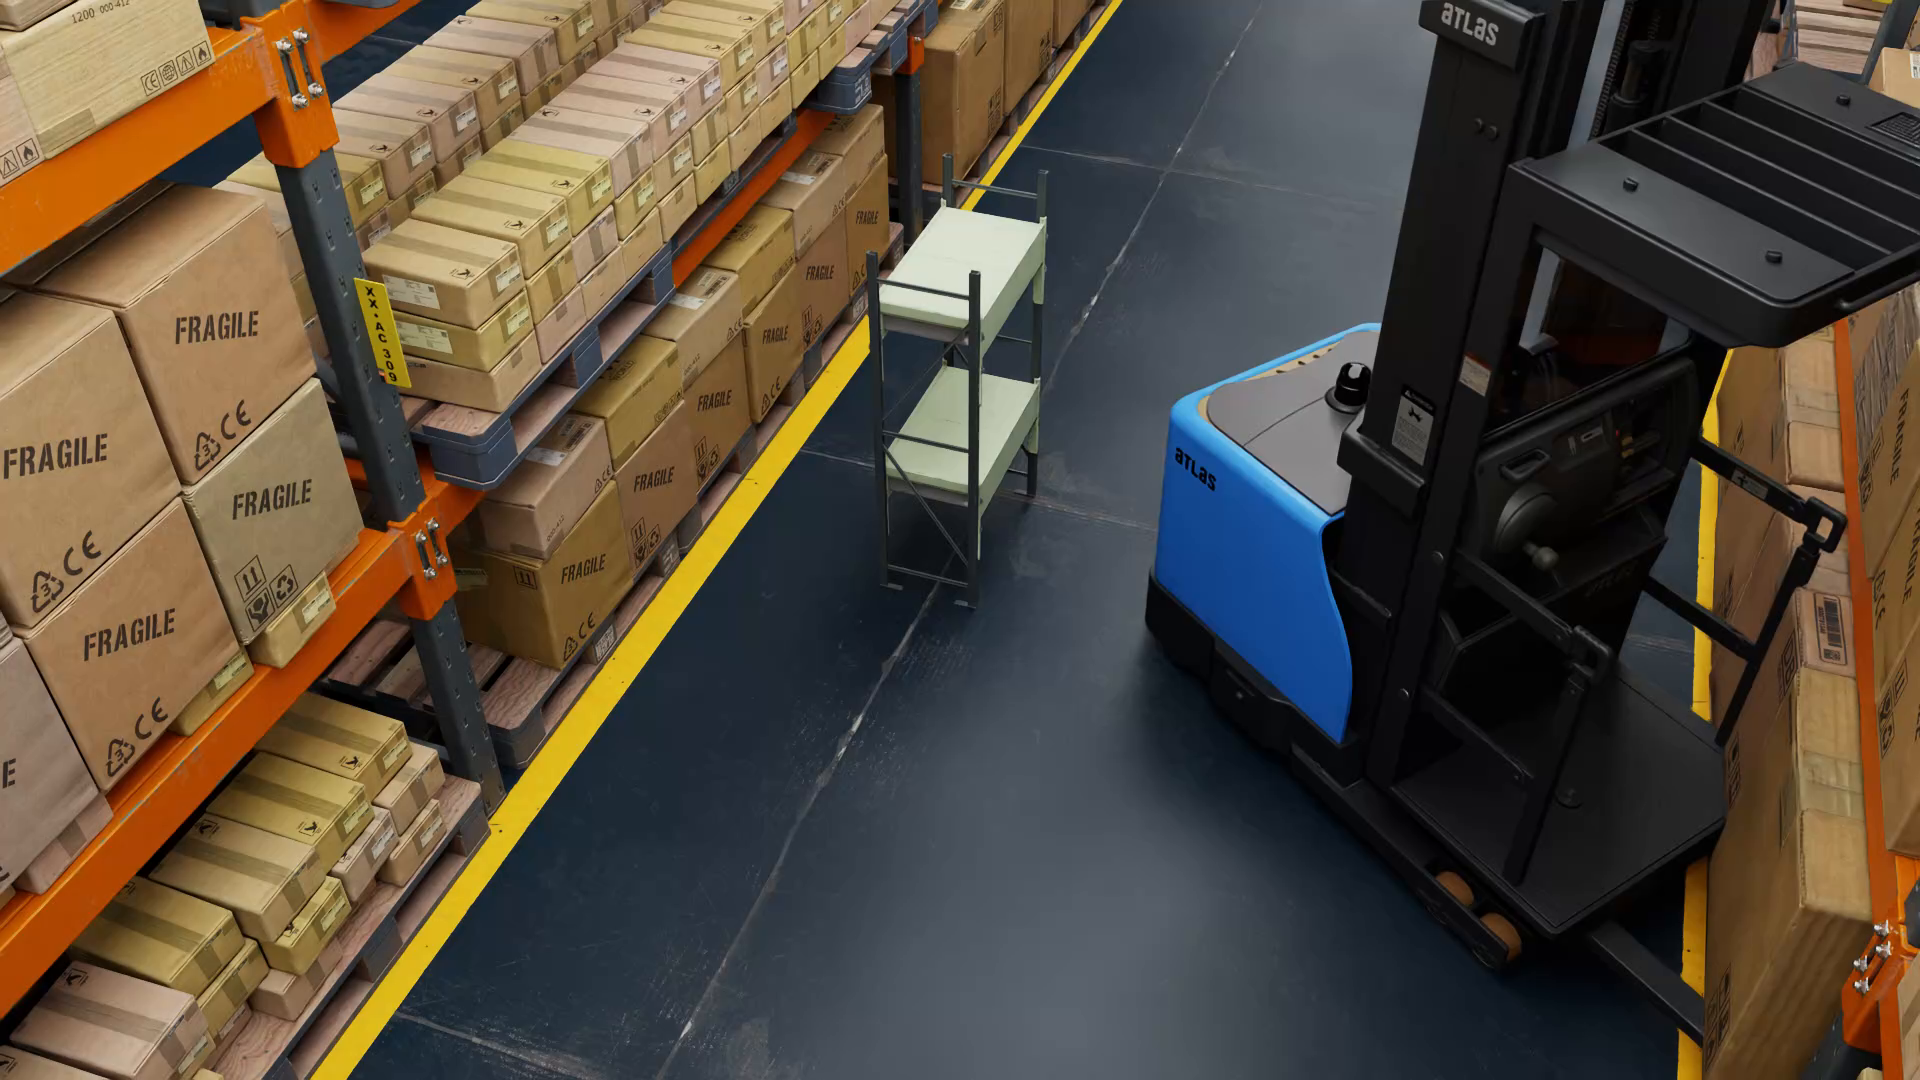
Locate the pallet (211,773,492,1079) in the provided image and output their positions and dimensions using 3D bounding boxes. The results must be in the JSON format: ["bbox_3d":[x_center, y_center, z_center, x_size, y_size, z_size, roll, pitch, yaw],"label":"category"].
[{"bbox_3d":[-2.243,1.145,5.245,1.003,0.211,1.213,13,42,15],"label":"pallet"}]

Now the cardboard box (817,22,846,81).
[{"bbox_3d":[-0.678,-1.975,6.623,0.380,0.149,0.250,13,42,15],"label":"cardboard box"}]

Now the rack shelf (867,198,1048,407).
[{"bbox_3d":[0.002,-0.872,6.015,0.431,0.370,0.720,13,42,15],"label":"rack shelf"}]

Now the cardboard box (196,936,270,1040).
[{"bbox_3d":[-2.189,1.208,4.667,0.380,0.149,0.250,14,42,15],"label":"cardboard box"}]

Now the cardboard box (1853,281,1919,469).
[{"bbox_3d":[3.007,-0.479,4.924,0.500,0.500,0.500,13,42,15],"label":"cardboard box"}]

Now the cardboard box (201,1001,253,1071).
[{"bbox_3d":[-2.262,1.356,4.723,0.380,0.149,0.250,12,42,14],"label":"cardboard box"}]

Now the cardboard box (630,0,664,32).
[{"bbox_3d":[-1.383,-2.065,6.500,0.380,0.149,0.250,13,42,15],"label":"cardboard box"}]

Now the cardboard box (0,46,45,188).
[{"bbox_3d":[-2.142,-0.756,3.129,0.500,0.250,0.500,13,42,15],"label":"cardboard box"}]

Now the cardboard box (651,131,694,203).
[{"bbox_3d":[-1.126,-1.288,5.590,0.380,0.149,0.250,15,43,17],"label":"cardboard box"}]

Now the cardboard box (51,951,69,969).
[{"bbox_3d":[-2.617,1.014,4.665,0.380,0.149,0.250,12,42,14],"label":"cardboard box"}]

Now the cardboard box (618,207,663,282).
[{"bbox_3d":[-1.214,-1.010,5.493,0.380,0.149,0.250,14,42,16],"label":"cardboard box"}]

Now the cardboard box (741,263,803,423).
[{"bbox_3d":[-1.004,-0.880,7.073,0.500,0.500,0.500,11,42,13],"label":"cardboard box"}]

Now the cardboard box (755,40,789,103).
[{"bbox_3d":[-0.859,-1.760,6.143,0.380,0.149,0.250,14,43,16],"label":"cardboard box"}]

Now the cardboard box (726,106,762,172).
[{"bbox_3d":[-0.949,-1.486,6.051,0.380,0.149,0.250,11,42,13],"label":"cardboard box"}]

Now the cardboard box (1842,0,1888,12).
[{"bbox_3d":[4.192,-2.509,6.979,0.700,0.500,0.500,19,44,21],"label":"cardboard box"}]

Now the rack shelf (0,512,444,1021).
[{"bbox_3d":[-2.730,1.161,3.633,1.077,0.370,4.000,13,42,15],"label":"rack shelf"}]

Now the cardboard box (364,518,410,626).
[{"bbox_3d":[-2.030,-0.049,6.099,0.500,0.500,0.500,13,42,14],"label":"cardboard box"}]

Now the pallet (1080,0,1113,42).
[{"bbox_3d":[0.496,-3.664,10.882,1.003,0.211,1.213,13,42,15],"label":"pallet"}]

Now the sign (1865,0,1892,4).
[{"bbox_3d":[3.435,-2.135,6.111,0.100,0.325,0.005,13,42,15],"label":"sign"}]

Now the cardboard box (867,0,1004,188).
[{"bbox_3d":[-0.386,-2.428,8.695,1.050,0.750,0.750,13,42,14],"label":"cardboard box"}]

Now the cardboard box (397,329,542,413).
[{"bbox_3d":[-1.479,-0.535,4.936,0.380,0.149,0.250,11,42,13],"label":"cardboard box"}]

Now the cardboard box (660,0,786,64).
[{"bbox_3d":[-0.859,-1.874,6.047,0.380,0.149,0.250,15,43,17],"label":"cardboard box"}]

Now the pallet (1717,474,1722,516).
[{"bbox_3d":[3.608,-0.085,6.687,1.003,0.211,1.213,13,42,15],"label":"pallet"}]

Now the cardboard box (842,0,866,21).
[{"bbox_3d":[-0.597,-2.223,6.686,0.380,0.149,0.250,14,42,16],"label":"cardboard box"}]

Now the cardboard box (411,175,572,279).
[{"bbox_3d":[-1.390,-0.933,4.944,0.380,0.149,0.250,14,43,16],"label":"cardboard box"}]

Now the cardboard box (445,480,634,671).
[{"bbox_3d":[-1.544,0.066,5.963,0.500,0.500,0.500,15,43,17],"label":"cardboard box"}]

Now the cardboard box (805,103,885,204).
[{"bbox_3d":[-0.666,-1.791,7.563,0.500,0.250,0.500,12,42,14],"label":"cardboard box"}]

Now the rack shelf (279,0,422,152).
[{"bbox_3d":[-1.362,-2.420,5.519,1.077,0.370,4.000,13,42,15],"label":"rack shelf"}]

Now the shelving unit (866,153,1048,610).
[{"bbox_3d":[0.002,-0.575,6.268,0.431,1.500,0.755,13,42,15],"label":"shelving unit"}]

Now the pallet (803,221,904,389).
[{"bbox_3d":[-0.947,-1.236,8.036,1.003,0.211,1.213,13,42,15],"label":"pallet"}]

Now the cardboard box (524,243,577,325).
[{"bbox_3d":[-1.393,-0.807,5.026,0.380,0.149,0.250,13,42,14],"label":"cardboard box"}]

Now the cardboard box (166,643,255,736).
[{"bbox_3d":[-2.057,0.320,4.258,0.380,0.149,0.250,15,43,17],"label":"cardboard box"}]

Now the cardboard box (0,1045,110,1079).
[{"bbox_3d":[-2.300,1.452,4.152,0.380,0.149,0.250,12,42,14],"label":"cardboard box"}]

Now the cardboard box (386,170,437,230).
[{"bbox_3d":[-1.919,-1.108,5.379,0.380,0.149,0.250,15,43,17],"label":"cardboard box"}]

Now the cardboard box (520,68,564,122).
[{"bbox_3d":[-1.648,-1.602,5.957,0.380,0.149,0.250,13,42,15],"label":"cardboard box"}]

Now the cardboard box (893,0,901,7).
[{"bbox_3d":[-0.415,-2.434,7.162,0.380,0.149,0.250,14,42,16],"label":"cardboard box"}]

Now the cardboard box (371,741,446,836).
[{"bbox_3d":[-1.855,0.741,5.214,0.380,0.149,0.250,14,42,16],"label":"cardboard box"}]

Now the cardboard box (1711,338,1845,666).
[{"bbox_3d":[3.380,-0.003,5.756,1.225,0.875,0.875,13,42,15],"label":"cardboard box"}]

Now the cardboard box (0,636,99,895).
[{"bbox_3d":[-2.296,0.493,3.555,0.500,0.500,0.500,13,42,15],"label":"cardboard box"}]

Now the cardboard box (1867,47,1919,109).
[{"bbox_3d":[3.526,-1.412,6.017,0.500,0.500,0.500,14,43,16],"label":"cardboard box"}]

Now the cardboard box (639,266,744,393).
[{"bbox_3d":[-1.187,-0.855,6.465,0.500,0.250,0.500,15,43,17],"label":"cardboard box"}]

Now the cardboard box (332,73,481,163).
[{"bbox_3d":[-1.822,-1.393,5.483,0.380,0.149,0.250,13,42,15],"label":"cardboard box"}]

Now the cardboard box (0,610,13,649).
[{"bbox_3d":[-2.313,0.108,3.236,0.500,0.500,0.500,14,43,16],"label":"cardboard box"}]

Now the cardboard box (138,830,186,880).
[{"bbox_3d":[-2.523,0.960,4.958,0.380,0.149,0.250,13,42,15],"label":"cardboard box"}]

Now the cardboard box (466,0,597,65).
[{"bbox_3d":[-1.555,-1.871,6.044,0.380,0.149,0.250,13,42,14],"label":"cardboard box"}]

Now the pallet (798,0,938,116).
[{"bbox_3d":[-0.822,-2.241,7.214,1.213,0.211,1.003,13,42,15],"label":"pallet"}]

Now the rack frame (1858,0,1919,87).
[{"bbox_3d":[3.948,-1.610,6.326,1.000,3.000,0.127,13,42,15],"label":"rack frame"}]

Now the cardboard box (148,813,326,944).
[{"bbox_3d":[-2.052,0.958,4.730,0.380,0.149,0.250,13,42,15],"label":"cardboard box"}]

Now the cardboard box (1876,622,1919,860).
[{"bbox_3d":[2.483,0.446,3.840,0.500,0.500,0.500,13,42,15],"label":"cardboard box"}]

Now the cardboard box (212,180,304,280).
[{"bbox_3d":[-2.092,-0.912,4.919,0.380,0.149,0.250,15,43,17],"label":"cardboard box"}]

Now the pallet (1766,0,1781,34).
[{"bbox_3d":[5.512,-3.407,10.580,1.003,0.211,1.213,13,42,15],"label":"pallet"}]

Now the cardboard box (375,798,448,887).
[{"bbox_3d":[-1.860,0.907,5.249,0.380,0.149,0.250,14,42,16],"label":"cardboard box"}]

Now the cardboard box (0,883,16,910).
[{"bbox_3d":[-2.370,0.787,3.710,0.380,0.149,0.250,13,42,14],"label":"cardboard box"}]

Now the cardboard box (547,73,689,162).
[{"bbox_3d":[-1.125,-1.397,5.488,0.380,0.149,0.250,13,42,15],"label":"cardboard box"}]

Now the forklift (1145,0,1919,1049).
[{"bbox_3d":[1.927,-0.140,4.656,1.130,2.935,3.031,-23,46,-25],"label":"forklift"}]
